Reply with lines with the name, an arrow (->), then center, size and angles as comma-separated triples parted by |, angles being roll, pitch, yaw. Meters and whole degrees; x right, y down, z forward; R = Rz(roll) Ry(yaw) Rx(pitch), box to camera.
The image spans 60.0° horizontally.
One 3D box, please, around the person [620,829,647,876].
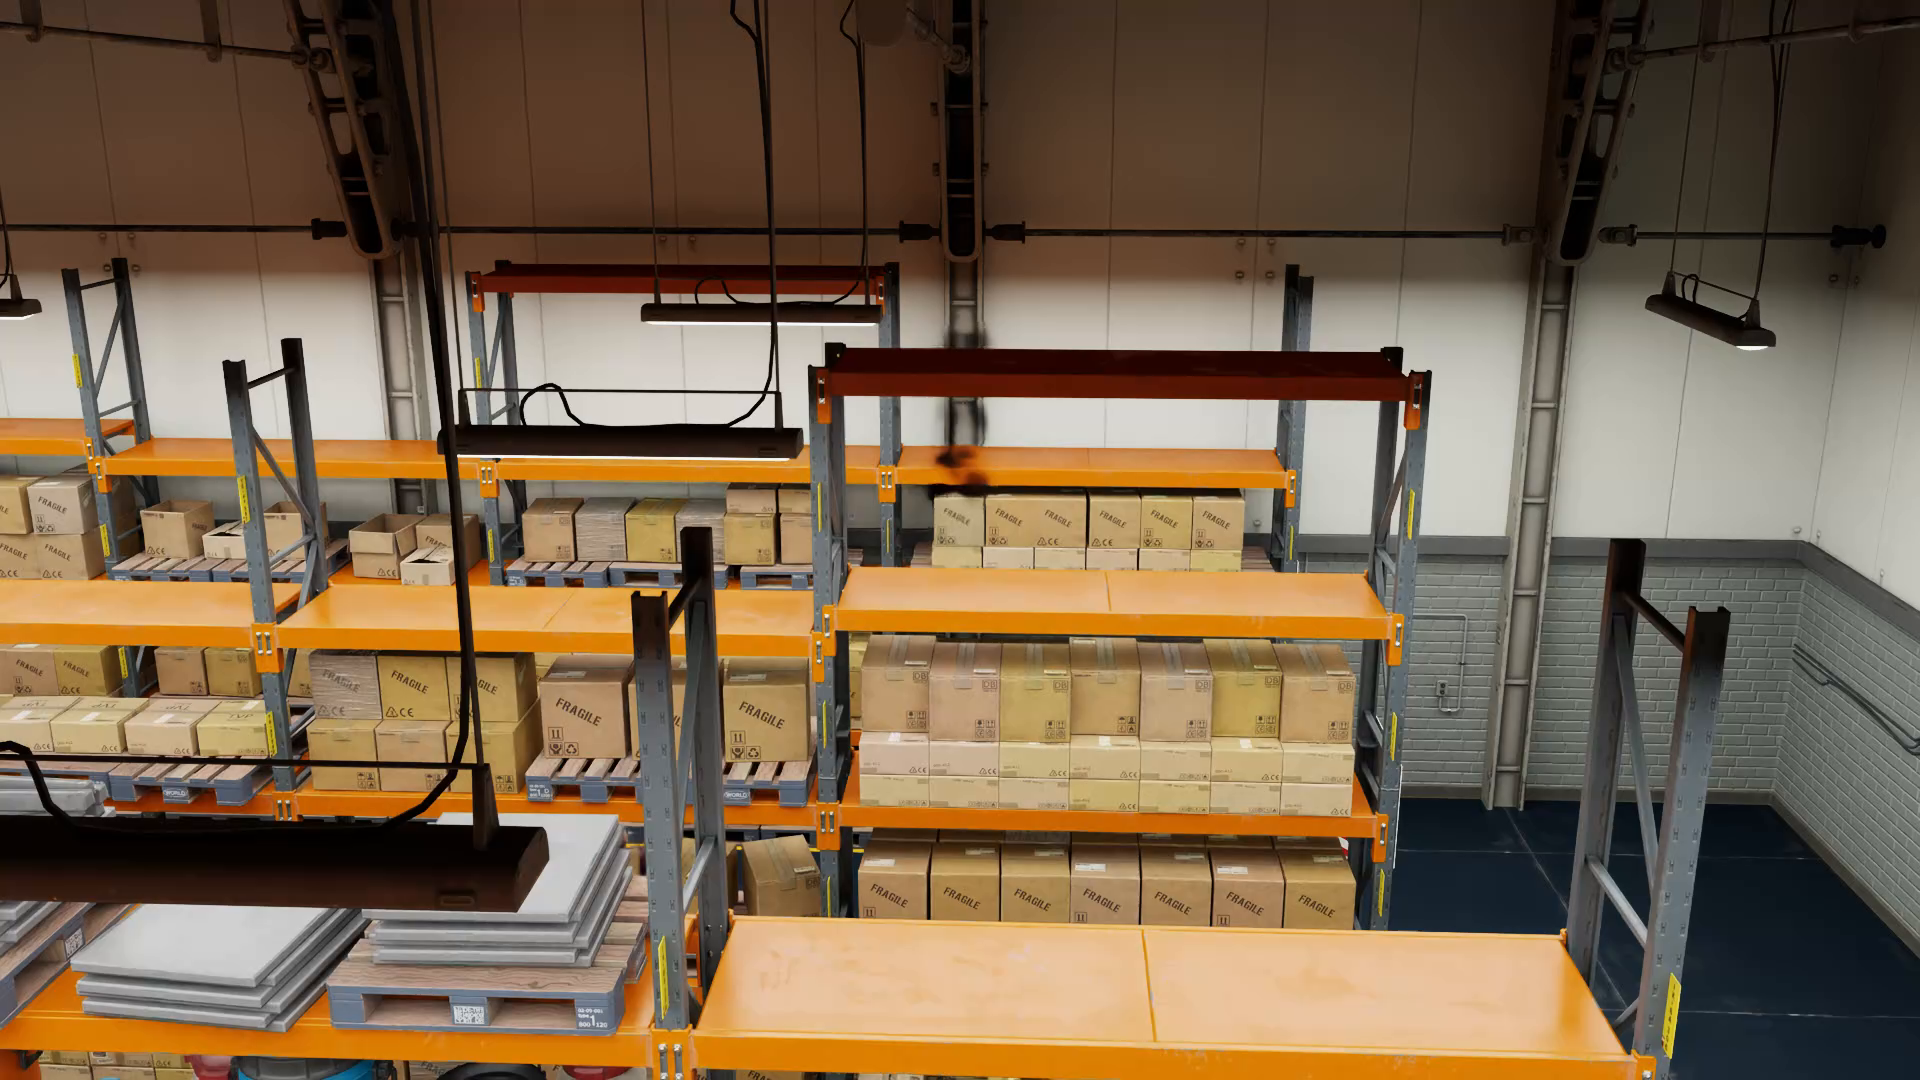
person -> -2.886, 3.252, 14.372 | 0.695, 1.689, 0.810 | 7, 17, 22
